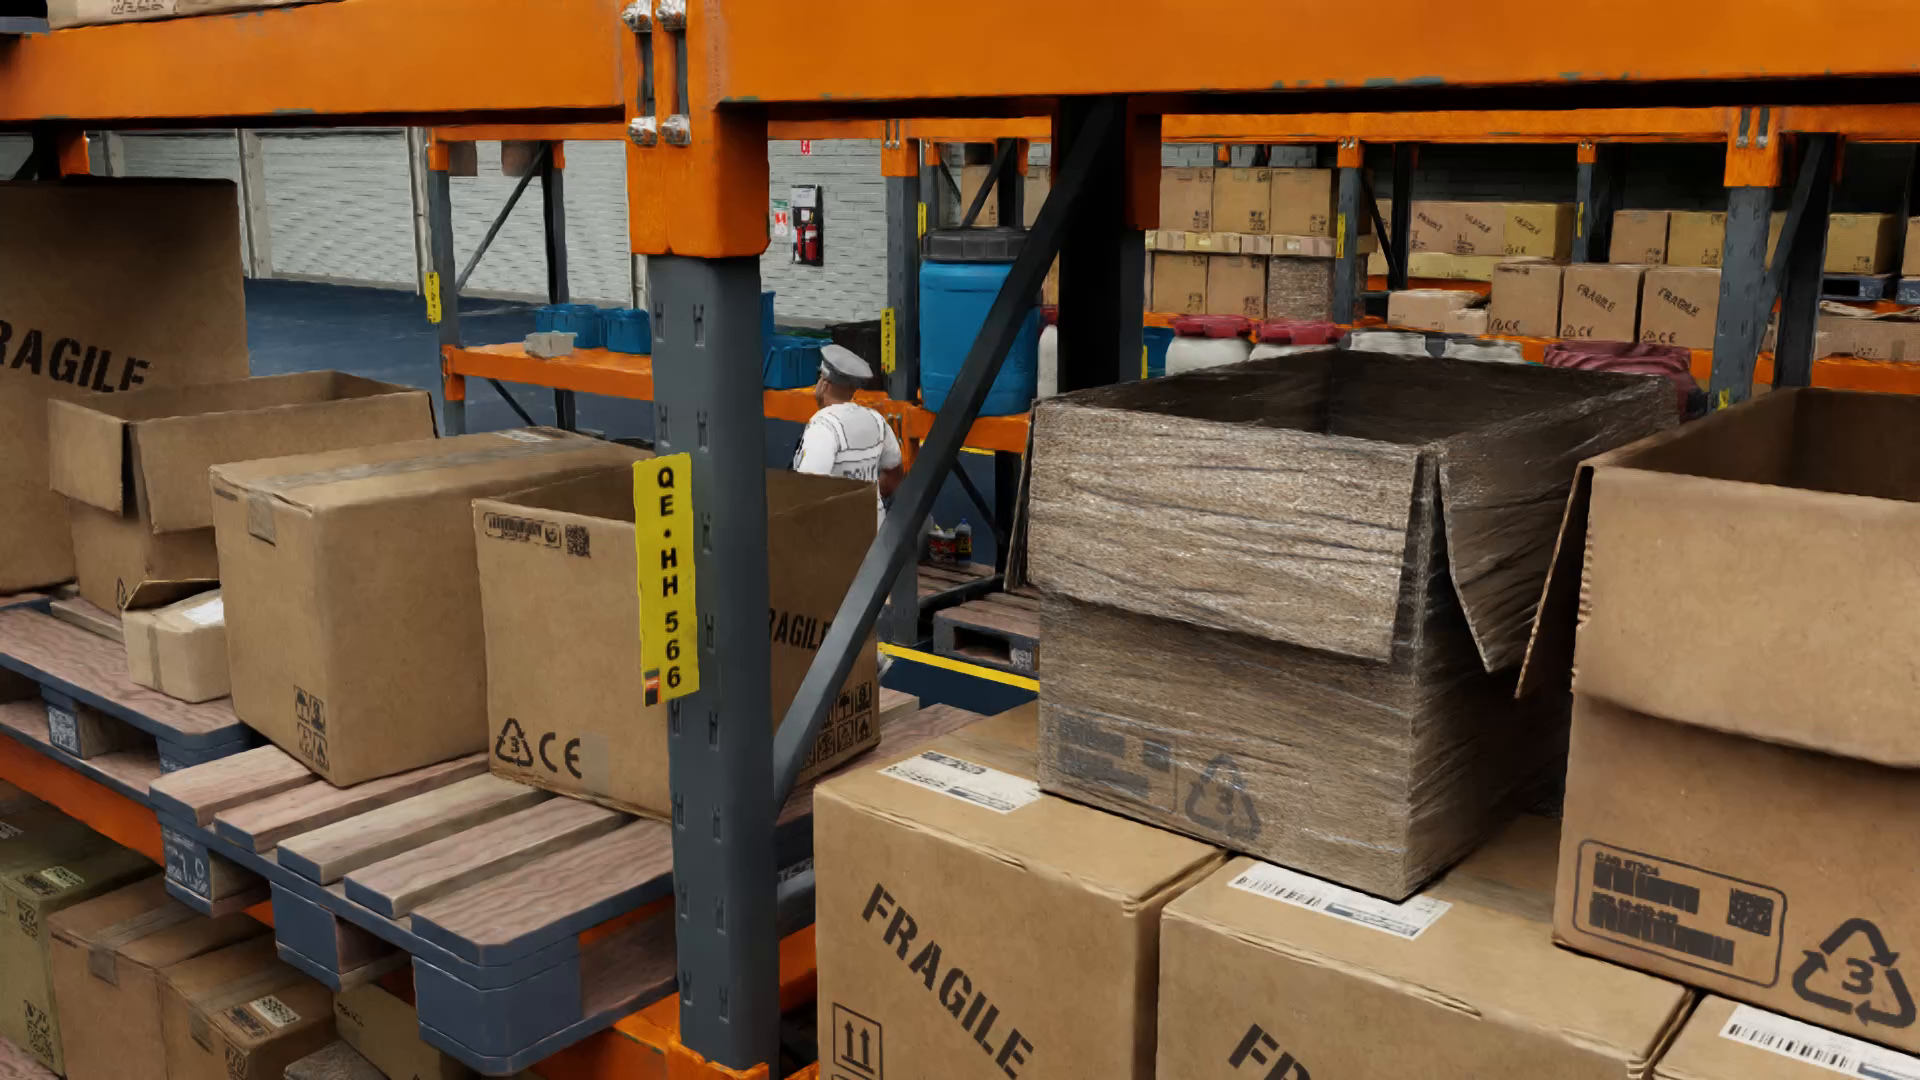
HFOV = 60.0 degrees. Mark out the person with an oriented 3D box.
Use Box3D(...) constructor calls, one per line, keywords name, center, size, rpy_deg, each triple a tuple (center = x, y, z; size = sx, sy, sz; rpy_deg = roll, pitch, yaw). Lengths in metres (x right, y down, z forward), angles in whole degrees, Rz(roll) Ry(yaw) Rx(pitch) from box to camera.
Box3D(name="person", center=(-0.603, -0.002, 7.507), size=(0.514, 1.753, 0.706), rpy_deg=(5, 14, 22))
